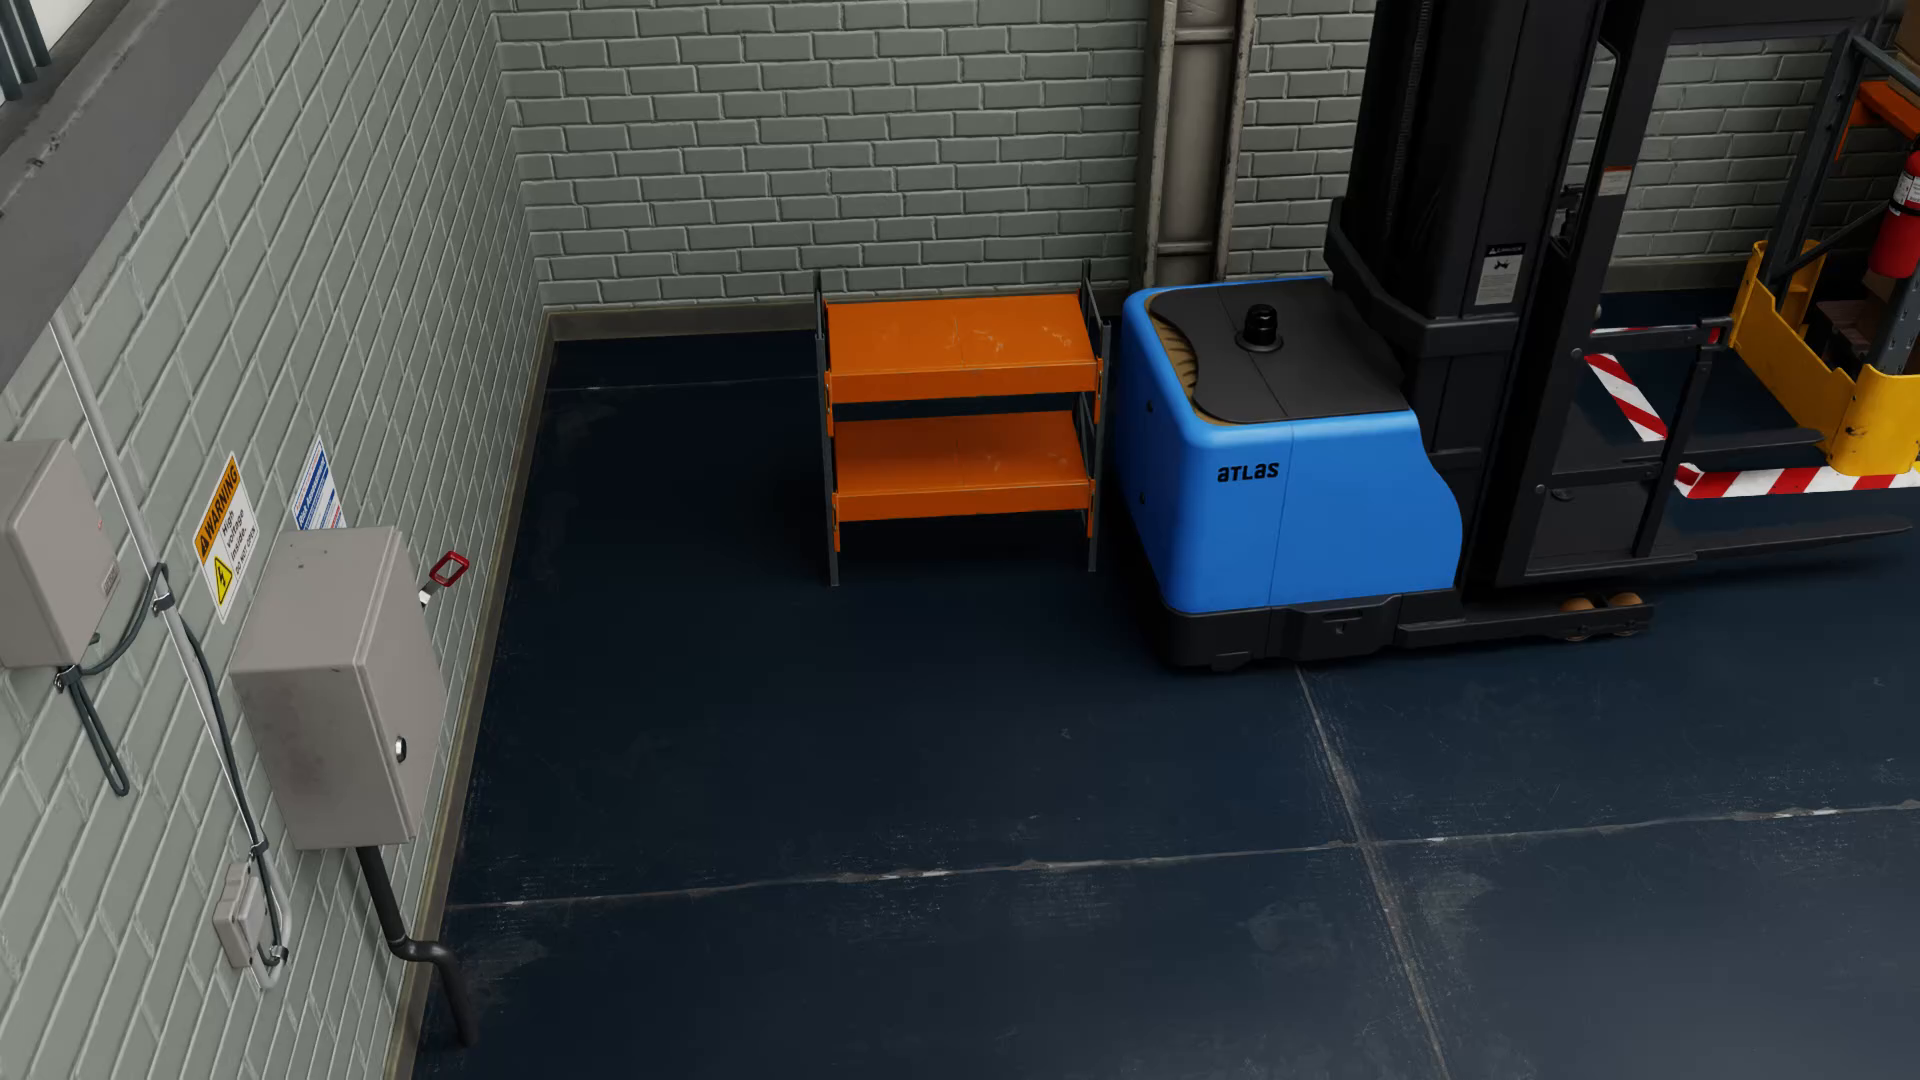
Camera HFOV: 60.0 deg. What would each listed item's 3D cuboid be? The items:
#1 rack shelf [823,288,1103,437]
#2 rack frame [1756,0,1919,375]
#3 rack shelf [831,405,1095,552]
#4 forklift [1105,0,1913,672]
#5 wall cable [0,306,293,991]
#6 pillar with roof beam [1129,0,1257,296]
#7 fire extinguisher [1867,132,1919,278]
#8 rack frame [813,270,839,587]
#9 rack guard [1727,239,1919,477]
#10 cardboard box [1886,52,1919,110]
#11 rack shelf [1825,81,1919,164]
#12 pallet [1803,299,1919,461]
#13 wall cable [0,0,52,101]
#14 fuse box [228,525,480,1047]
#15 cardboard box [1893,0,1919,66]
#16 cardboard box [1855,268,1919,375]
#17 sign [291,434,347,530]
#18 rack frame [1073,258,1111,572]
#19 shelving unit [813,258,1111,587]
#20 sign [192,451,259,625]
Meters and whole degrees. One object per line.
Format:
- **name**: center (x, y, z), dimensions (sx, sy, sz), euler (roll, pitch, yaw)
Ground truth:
- **rack shelf**: center (-0.007, -0.671, 6.220), dimensions (1.000, 0.278, 0.538), euler (-3, 38, -4)
- **rack frame**: center (3.796, -1.811, 6.624), dimensions (0.127, 3.000, 1.000), euler (-3, 38, -4)
- **rack shelf**: center (-0.007, -0.249, 6.553), dimensions (1.000, 0.278, 0.538), euler (-3, 38, -4)
- **forklift**: center (2.155, -1.089, 5.763), dimensions (3.031, 2.935, 1.130), euler (-5, 39, -7)
- **wall cable**: center (-1.512, 0.302, 3.126), dimensions (0.122, 1.984, 0.588), euler (-3, 38, -4)
- **pillar with roof beam**: center (1.412, -1.918, 1.916), dimensions (0.400, 9.000, 9.100), euler (-3, 38, -4)
- **fire extinguisher**: center (3.691, -1.341, 6.392), dimensions (0.183, 0.674, 0.296), euler (-3, 38, -4)
- **rack frame**: center (-0.513, -0.413, 6.366), dimensions (0.032, 1.125, 0.500), euler (-3, 38, -4)
- **rack guard**: center (3.872, -0.834, 7.403), dimensions (0.348, 0.500, 1.175), euler (-3, 38, -4)
- **cardboard box**: center (4.103, -1.896, 6.935), dimensions (0.250, 0.149, 0.380), euler (-4, 38, -4)
- **rack shelf**: center (5.788, -1.638, 6.986), dimensions (4.000, 0.370, 1.077), euler (-3, 38, -4)
- **pallet**: center (4.666, -0.765, 7.549), dimensions (1.213, 0.211, 1.003), euler (-3, 38, -4)
- **wall cable**: center (-1.674, -2.818, 3.026), dimensions (0.133, 3.039, 2.988), euler (-3, 38, -4)
- **fuse box**: center (-1.416, 0.777, 4.384), dimensions (0.414, 1.711, 0.539), euler (-3, 38, -4)
- **cardboard box**: center (4.231, -2.058, 6.818), dimensions (0.500, 0.250, 0.500), euler (-2, 38, -3)
- **cardboard box**: center (4.414, -0.971, 7.235), dimensions (0.637, 0.503, 0.797), euler (-5, 39, -6)
- **sign**: center (-1.666, 0.015, 4.386), dimensions (0.001, 0.494, 0.329), euler (-3, 38, -4)
- **rack frame**: center (0.500, -0.469, 6.436), dimensions (0.032, 1.125, 0.500), euler (-3, 38, -4)
- **shelving unit**: center (-0.007, -0.441, 6.401), dimensions (1.048, 1.125, 0.538), euler (-3, 38, -4)
- **sign**: center (-1.617, -0.008, 3.672), dimensions (0.001, 0.242, 0.339), euler (-3, 38, -4)
